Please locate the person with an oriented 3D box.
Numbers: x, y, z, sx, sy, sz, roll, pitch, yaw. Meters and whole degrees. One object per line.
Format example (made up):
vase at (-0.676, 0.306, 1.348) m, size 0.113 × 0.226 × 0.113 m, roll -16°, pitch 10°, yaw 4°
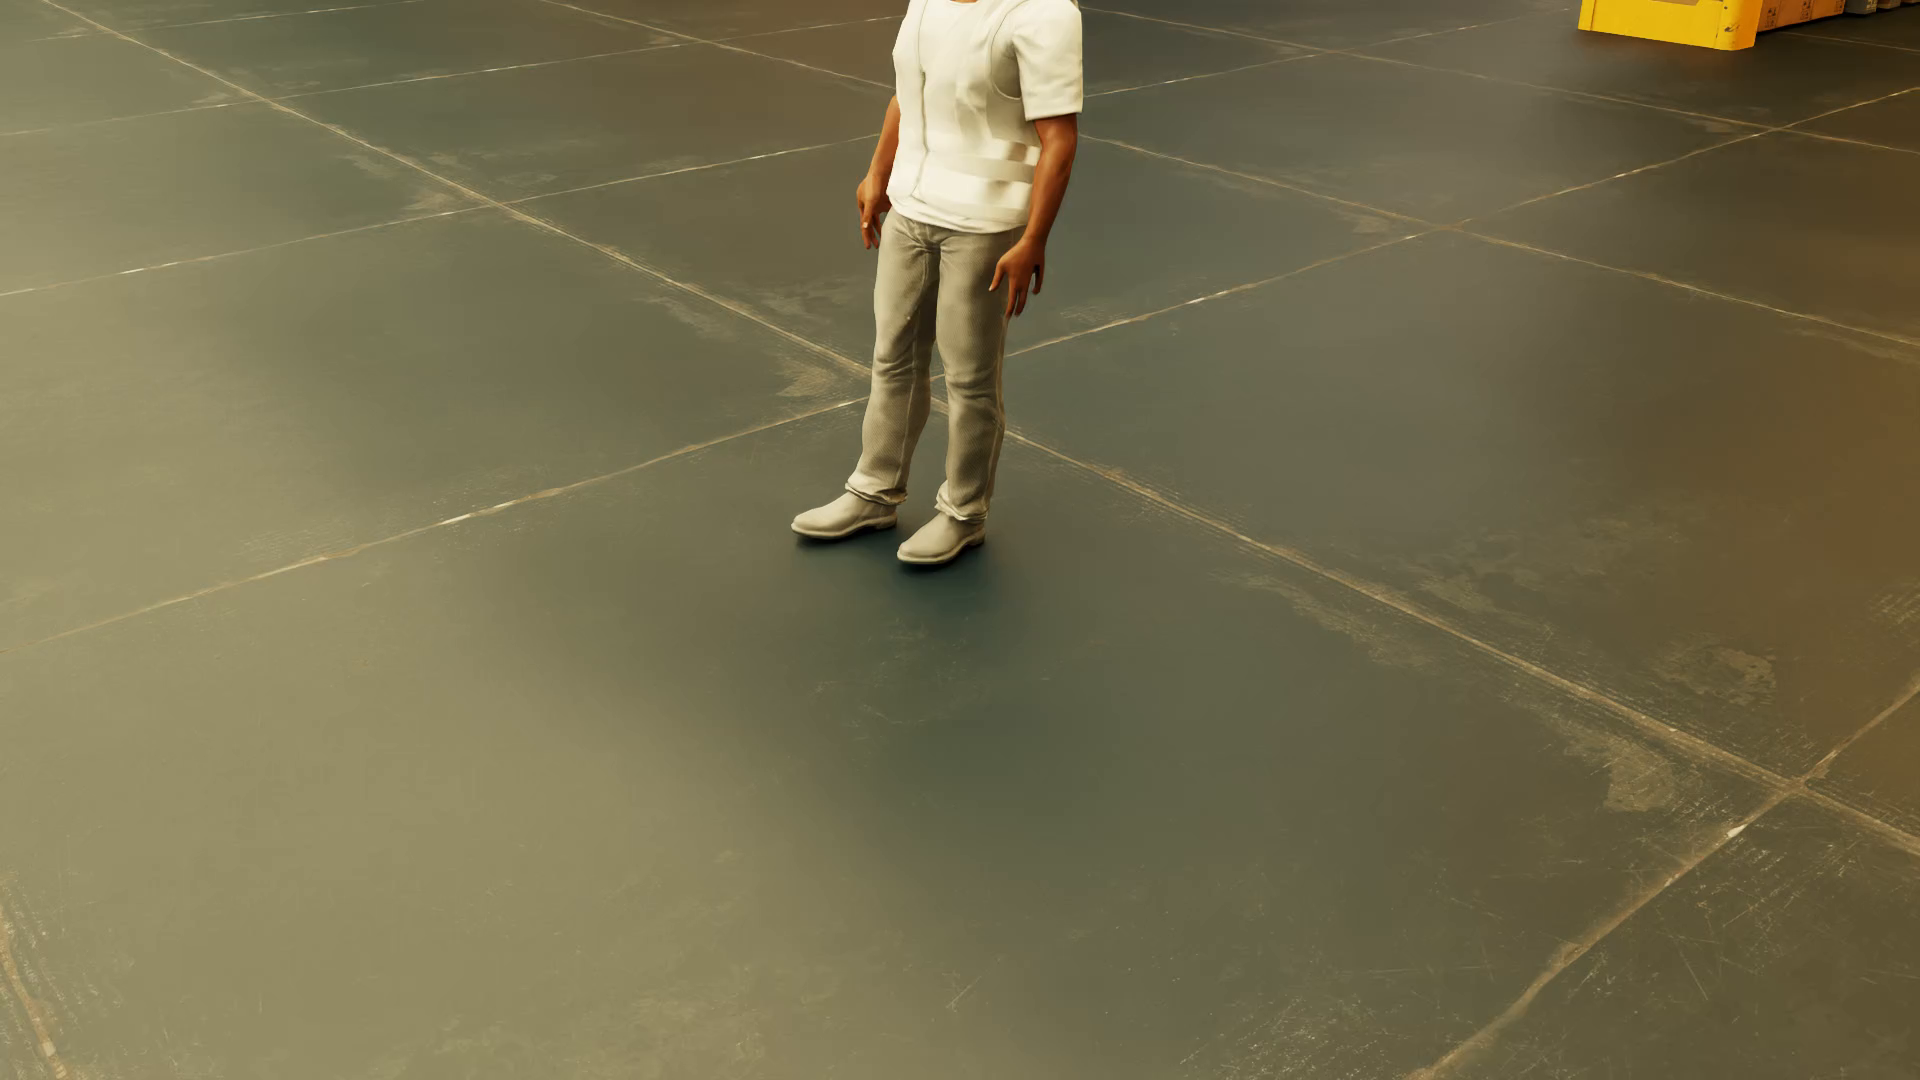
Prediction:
person at (-0.057, -0.779, 4.069) m, size 0.575 × 1.767 × 0.665 m, roll -20°, pitch 33°, yaw -35°
